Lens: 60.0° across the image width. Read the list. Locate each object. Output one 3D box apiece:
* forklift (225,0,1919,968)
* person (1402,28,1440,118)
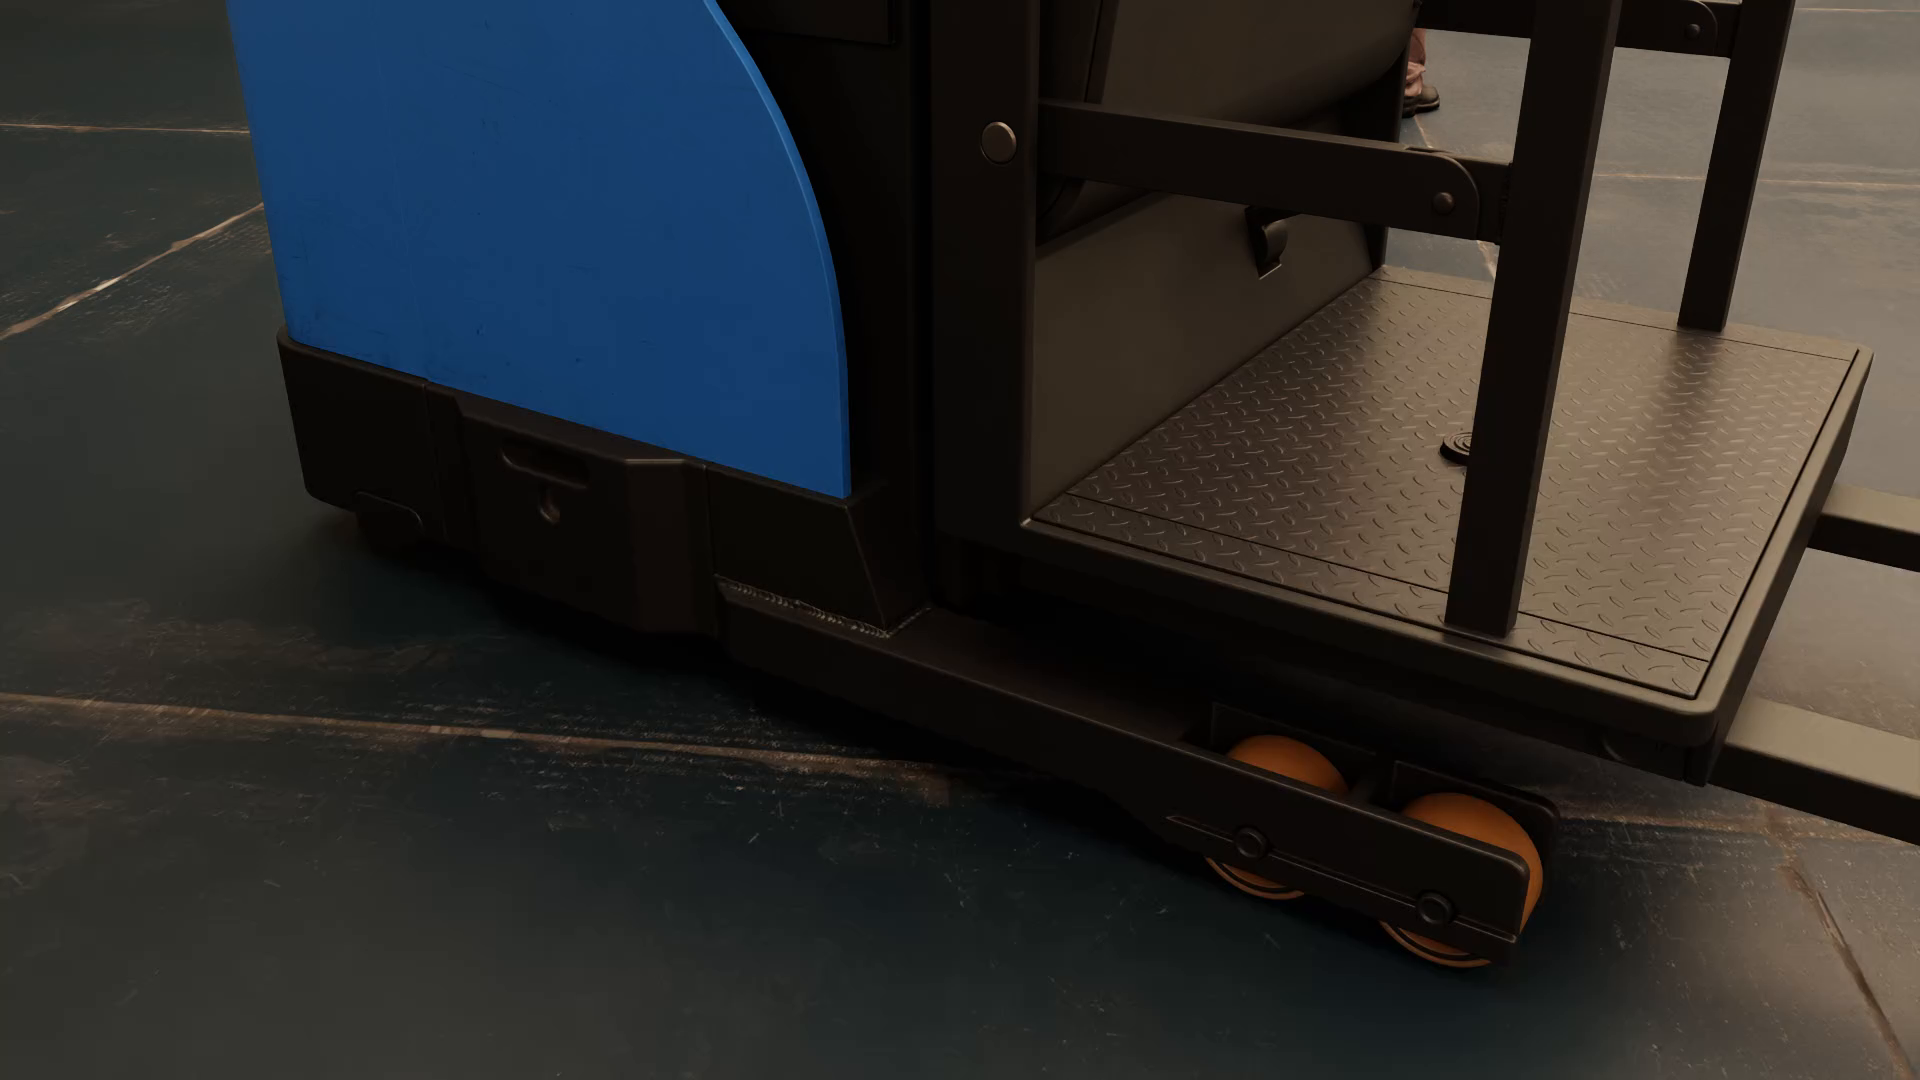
[{"bbox_3d":[0.525,-1.160,1.542,3.031,2.935,1.130,16,31,29],"label":"forklift"},{"bbox_3d":[1.201,-2.074,4.847,0.580,1.617,0.421,11,29,21],"label":"person"}]
